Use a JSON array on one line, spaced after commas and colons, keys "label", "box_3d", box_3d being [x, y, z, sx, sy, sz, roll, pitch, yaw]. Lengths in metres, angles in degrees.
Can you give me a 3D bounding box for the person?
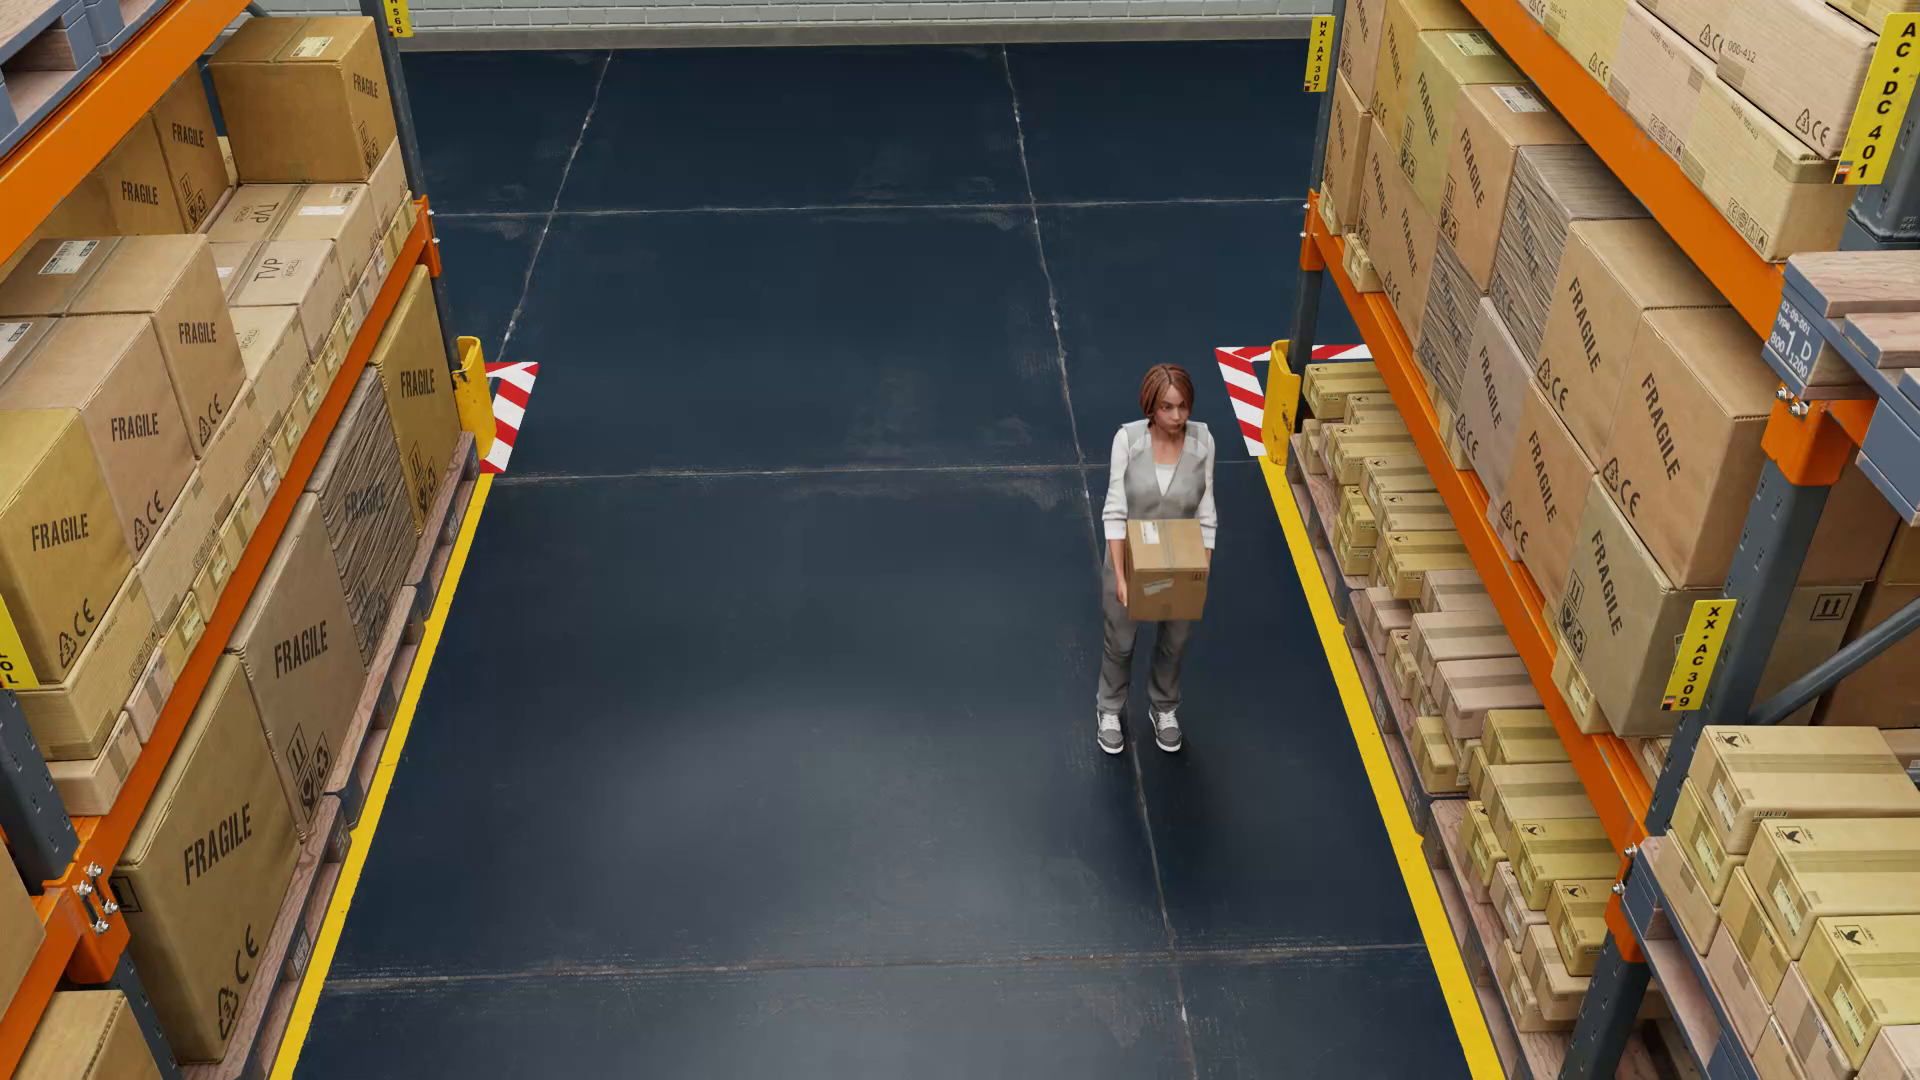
[{"label": "person", "box_3d": [0.700, 0.139, 5.967, 0.403, 1.591, 0.490, -1, 36, -1]}]
